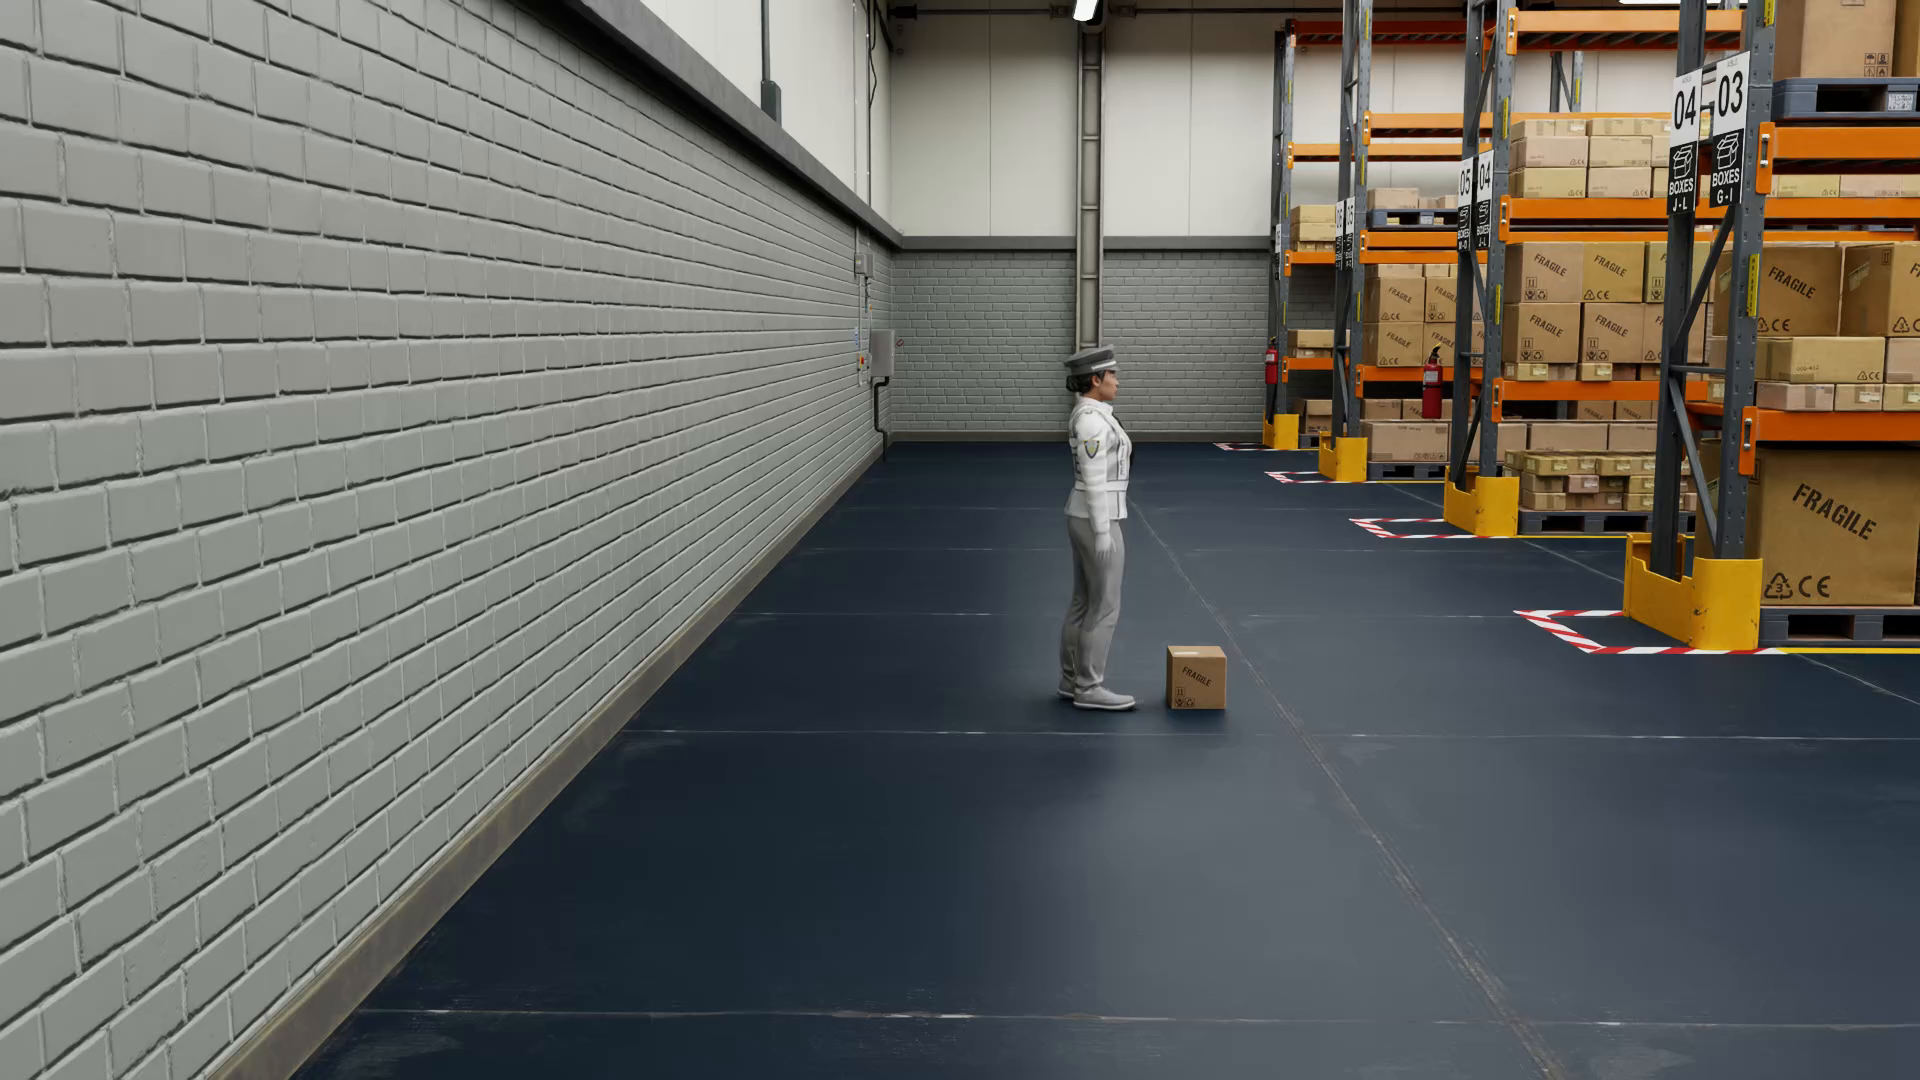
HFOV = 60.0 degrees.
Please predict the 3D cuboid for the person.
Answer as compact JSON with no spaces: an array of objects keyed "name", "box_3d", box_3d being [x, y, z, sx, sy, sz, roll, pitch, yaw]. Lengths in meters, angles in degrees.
[{"name":"person","box_3d":[0.642,-0.058,7.721,0.351,1.698,0.465,0,7,3]}]
